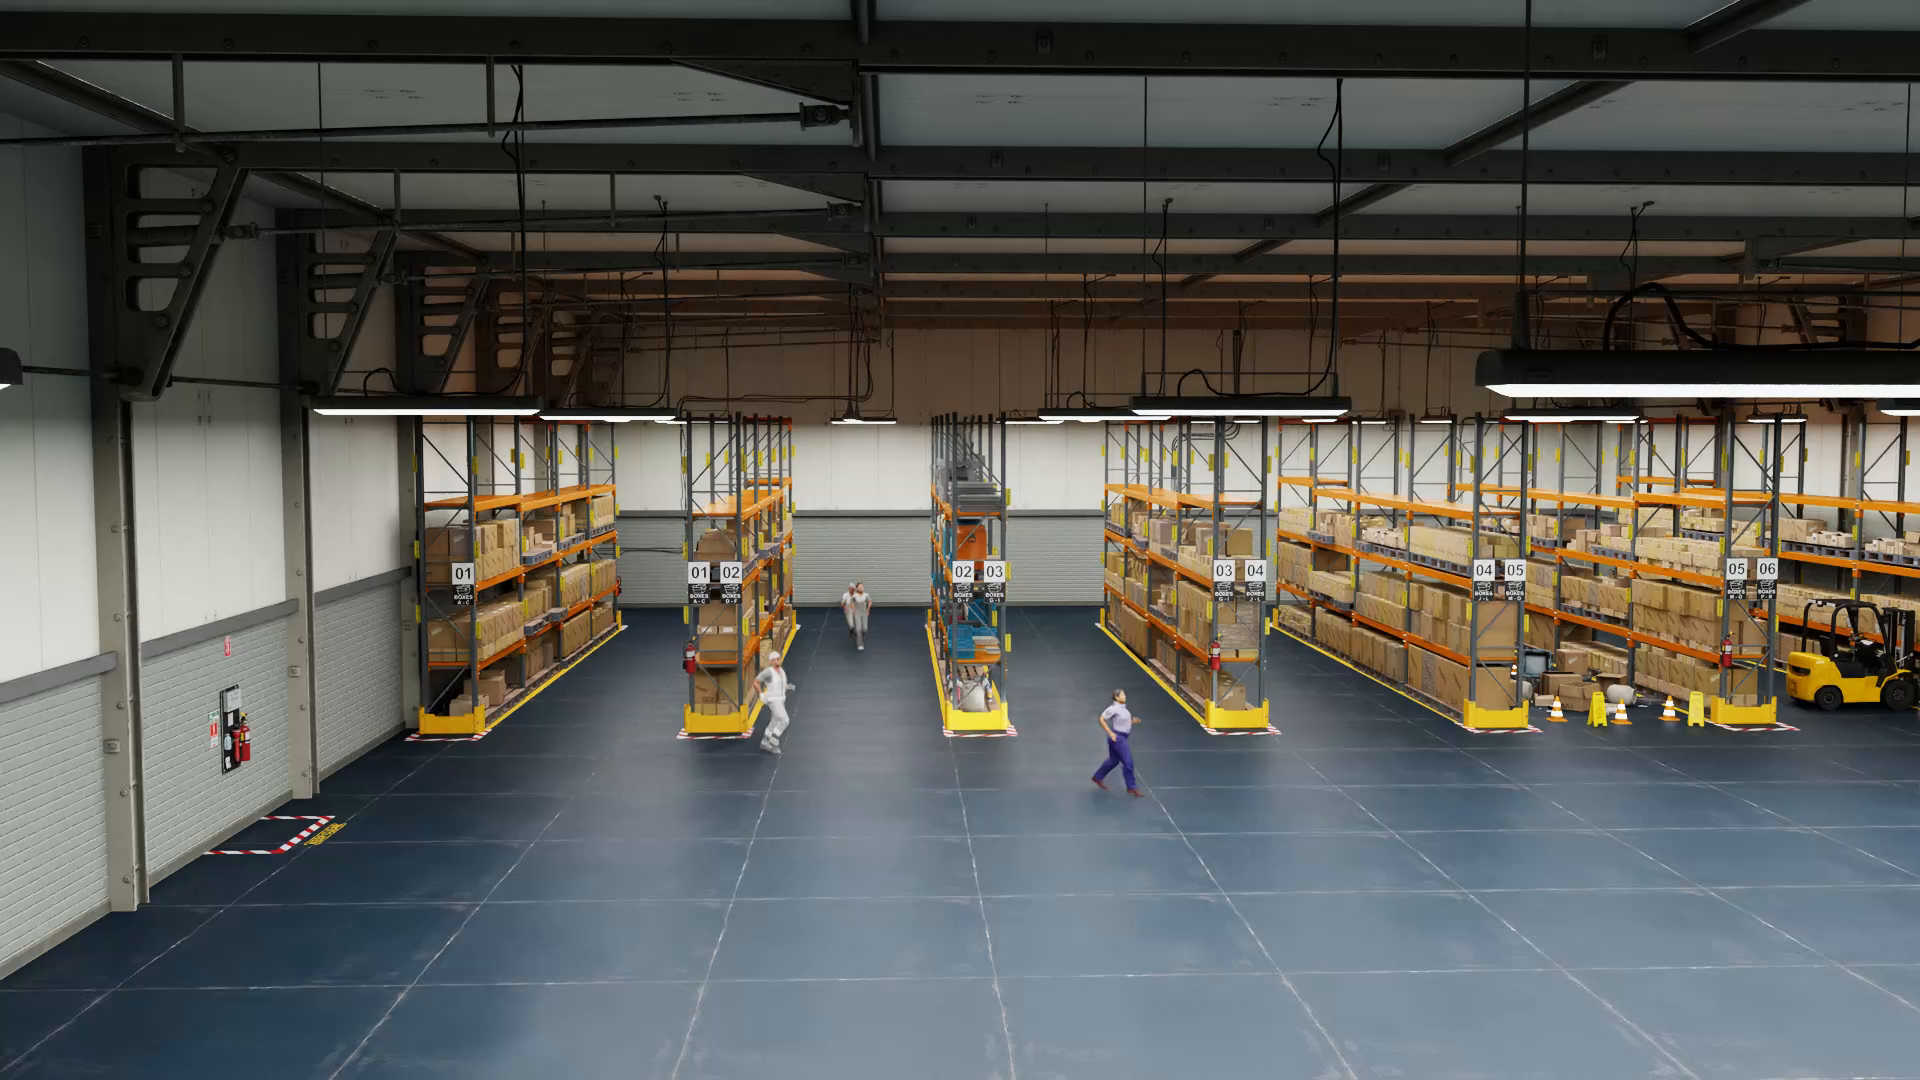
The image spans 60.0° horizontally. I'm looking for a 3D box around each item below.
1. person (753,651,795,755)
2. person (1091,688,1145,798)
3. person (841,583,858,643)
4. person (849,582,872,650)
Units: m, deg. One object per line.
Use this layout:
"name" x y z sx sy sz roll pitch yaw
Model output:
"person" -3.209 2.848 29.105 0.711 1.798 0.633 2 4 25
"person" 2.461 3.132 25.802 0.877 1.665 0.594 1 4 16
"person" -2.771 1.890 42.928 0.581 1.578 0.510 -1 4 -10
"person" -2.403 1.865 40.487 0.576 1.659 0.522 -1 4 -12
